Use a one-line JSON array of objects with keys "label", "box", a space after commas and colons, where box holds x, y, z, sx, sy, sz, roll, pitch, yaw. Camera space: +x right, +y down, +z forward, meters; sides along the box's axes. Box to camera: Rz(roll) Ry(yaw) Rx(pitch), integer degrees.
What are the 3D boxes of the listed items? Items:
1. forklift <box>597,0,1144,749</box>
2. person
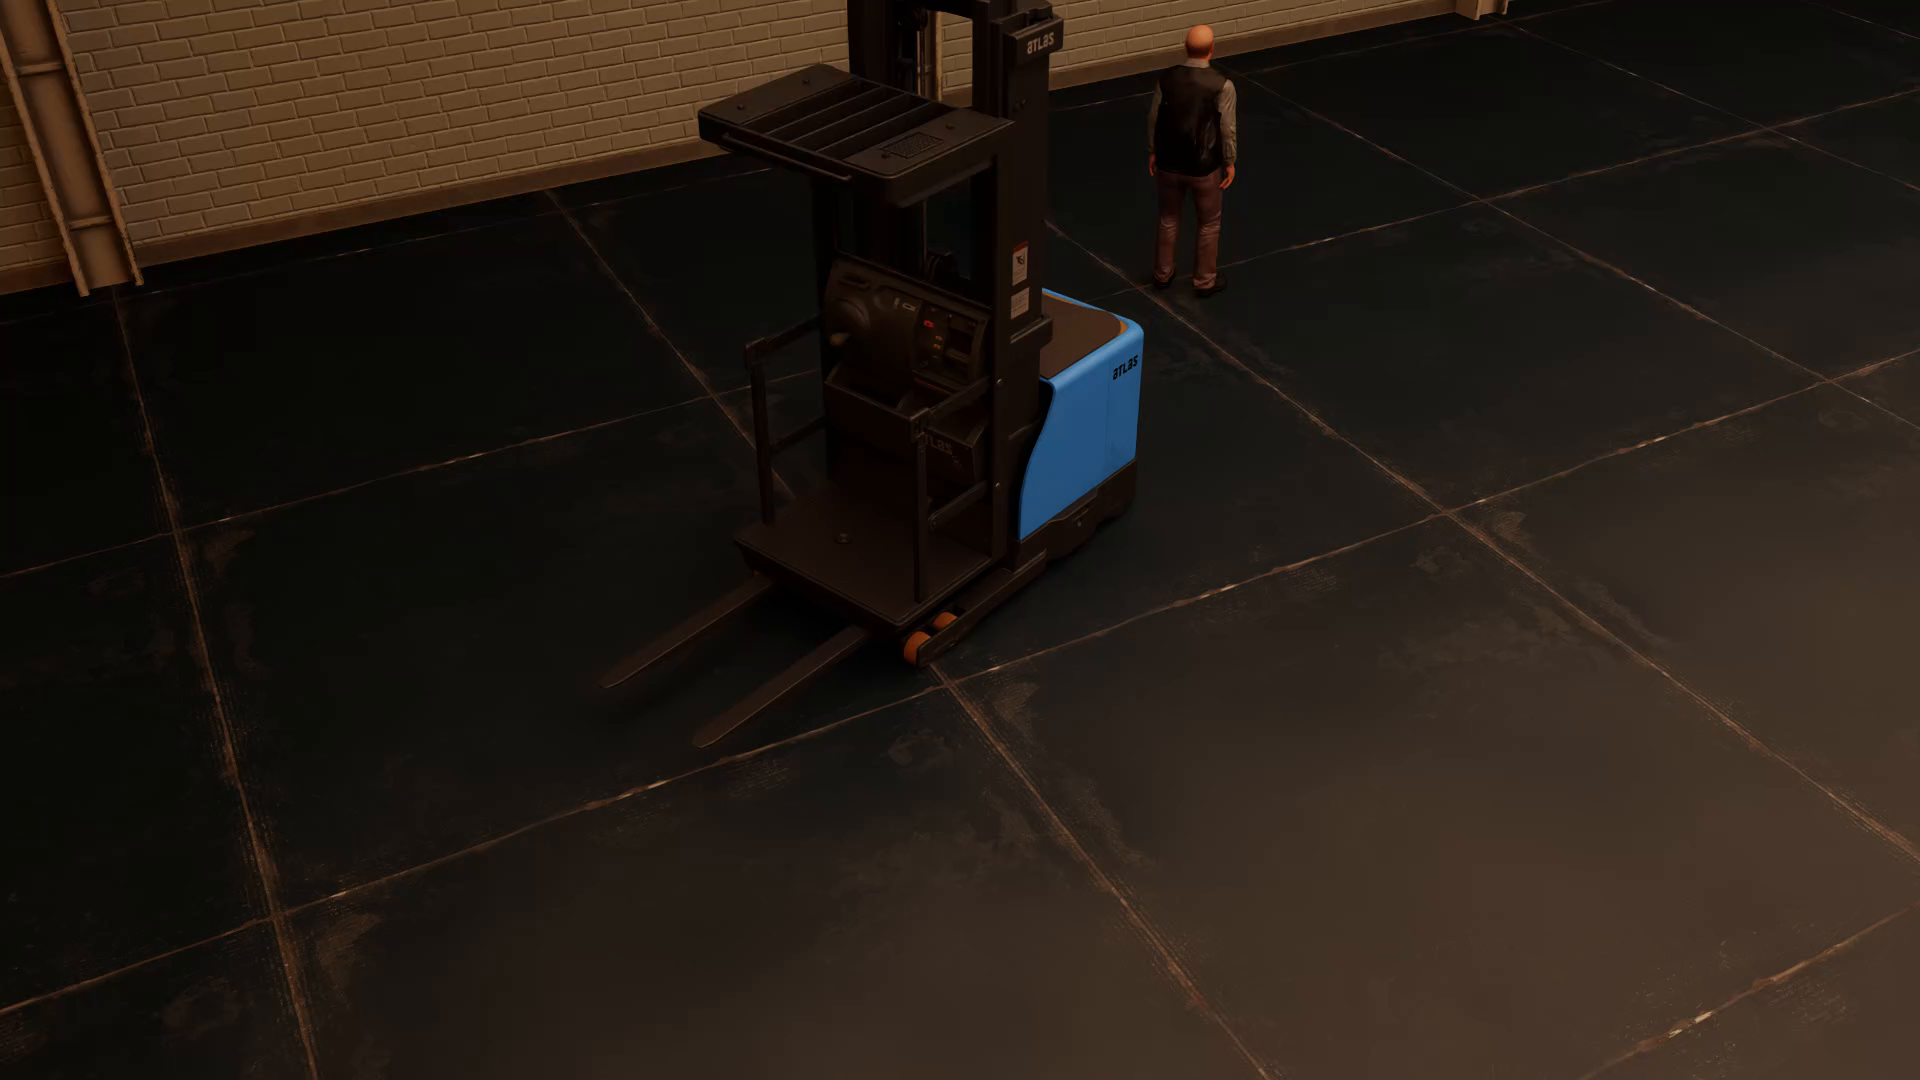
[{"label": "forklift", "box": [-0.390, -0.927, 7.434, 1.130, 2.935, 3.031, 26, 43, 31]}, {"label": "person", "box": [1.456, -2.382, 10.544, 0.580, 1.719, 0.426, 15, 38, 21]}]
